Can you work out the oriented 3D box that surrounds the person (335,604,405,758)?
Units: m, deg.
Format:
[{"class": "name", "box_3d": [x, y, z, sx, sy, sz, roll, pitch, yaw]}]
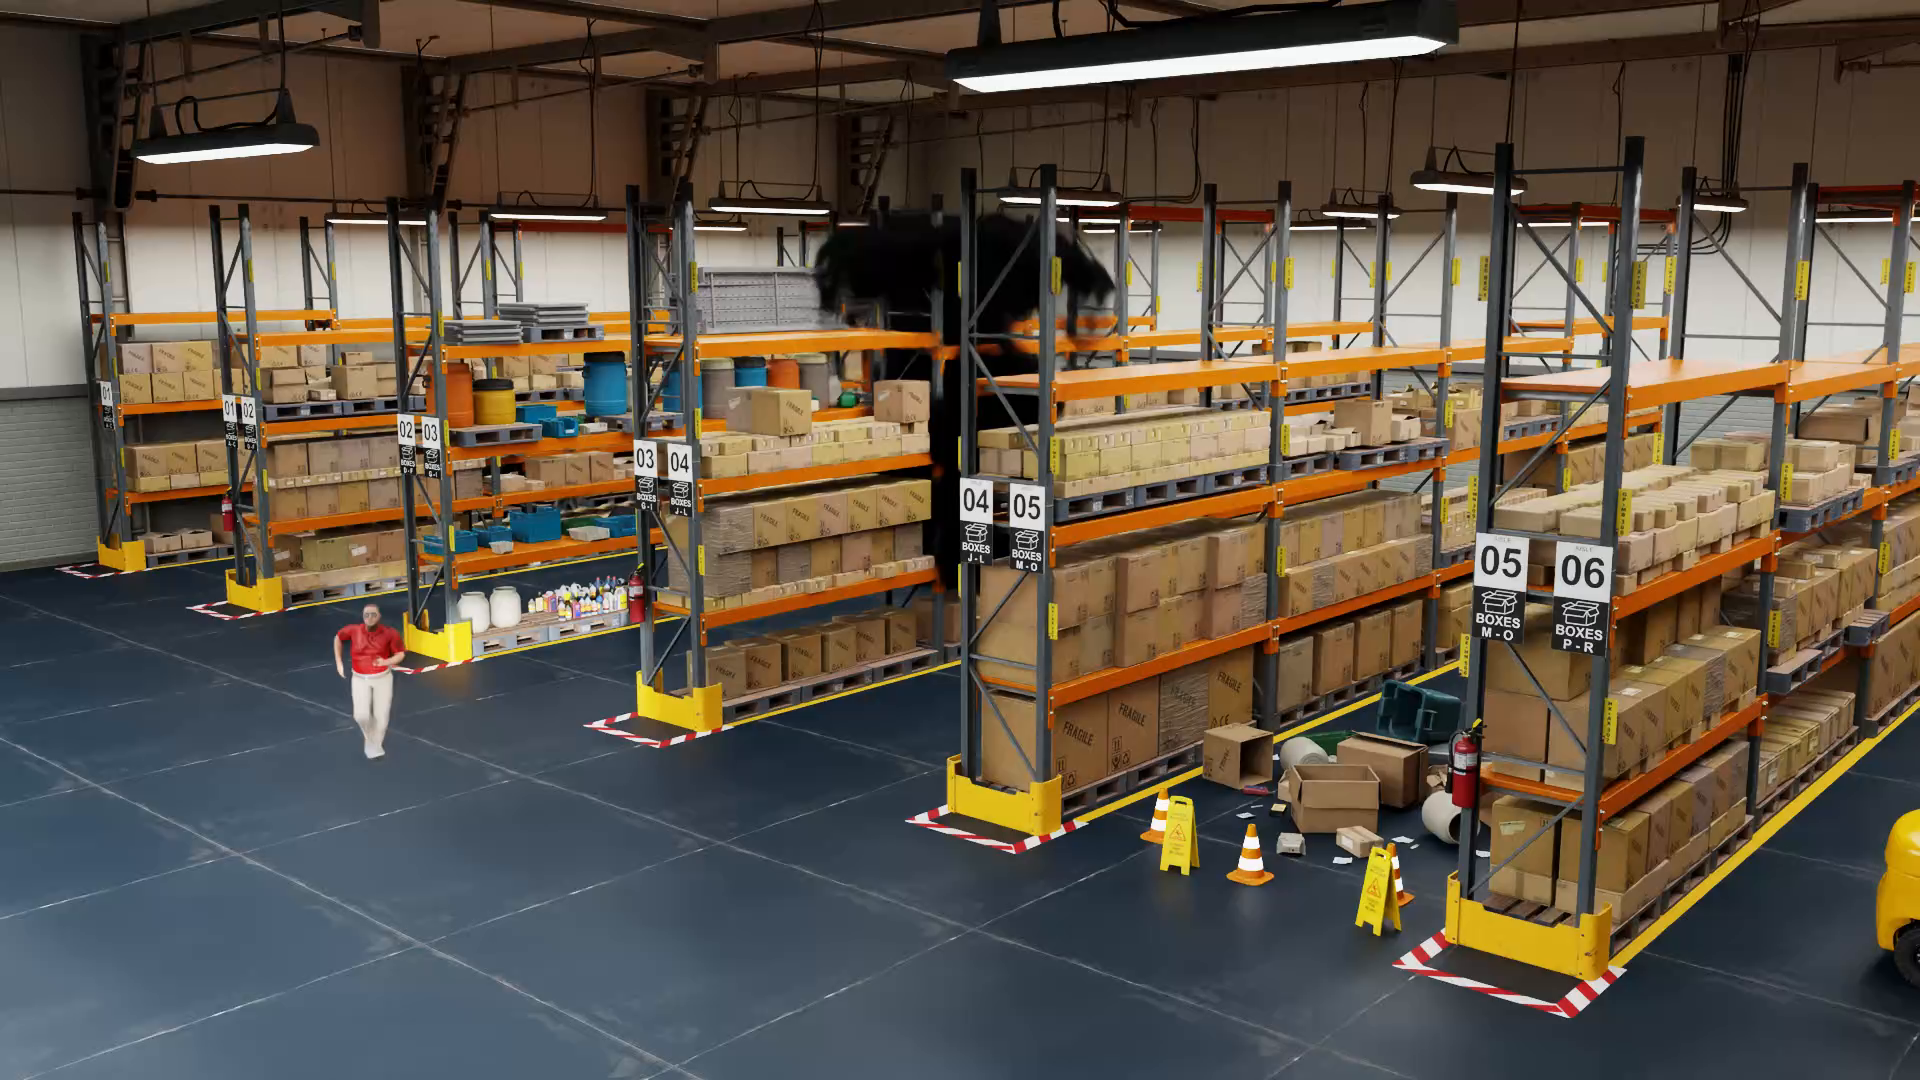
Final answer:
[{"class": "person", "box_3d": [-6.105, 1.479, 17.227, 0.701, 1.678, 0.784, -3, 10, -15]}]

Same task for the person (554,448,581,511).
[{"class": "person", "box_3d": [-7.458, -0.980, 31.624, 0.645, 1.785, 0.894, 8, 13, 41]}]
